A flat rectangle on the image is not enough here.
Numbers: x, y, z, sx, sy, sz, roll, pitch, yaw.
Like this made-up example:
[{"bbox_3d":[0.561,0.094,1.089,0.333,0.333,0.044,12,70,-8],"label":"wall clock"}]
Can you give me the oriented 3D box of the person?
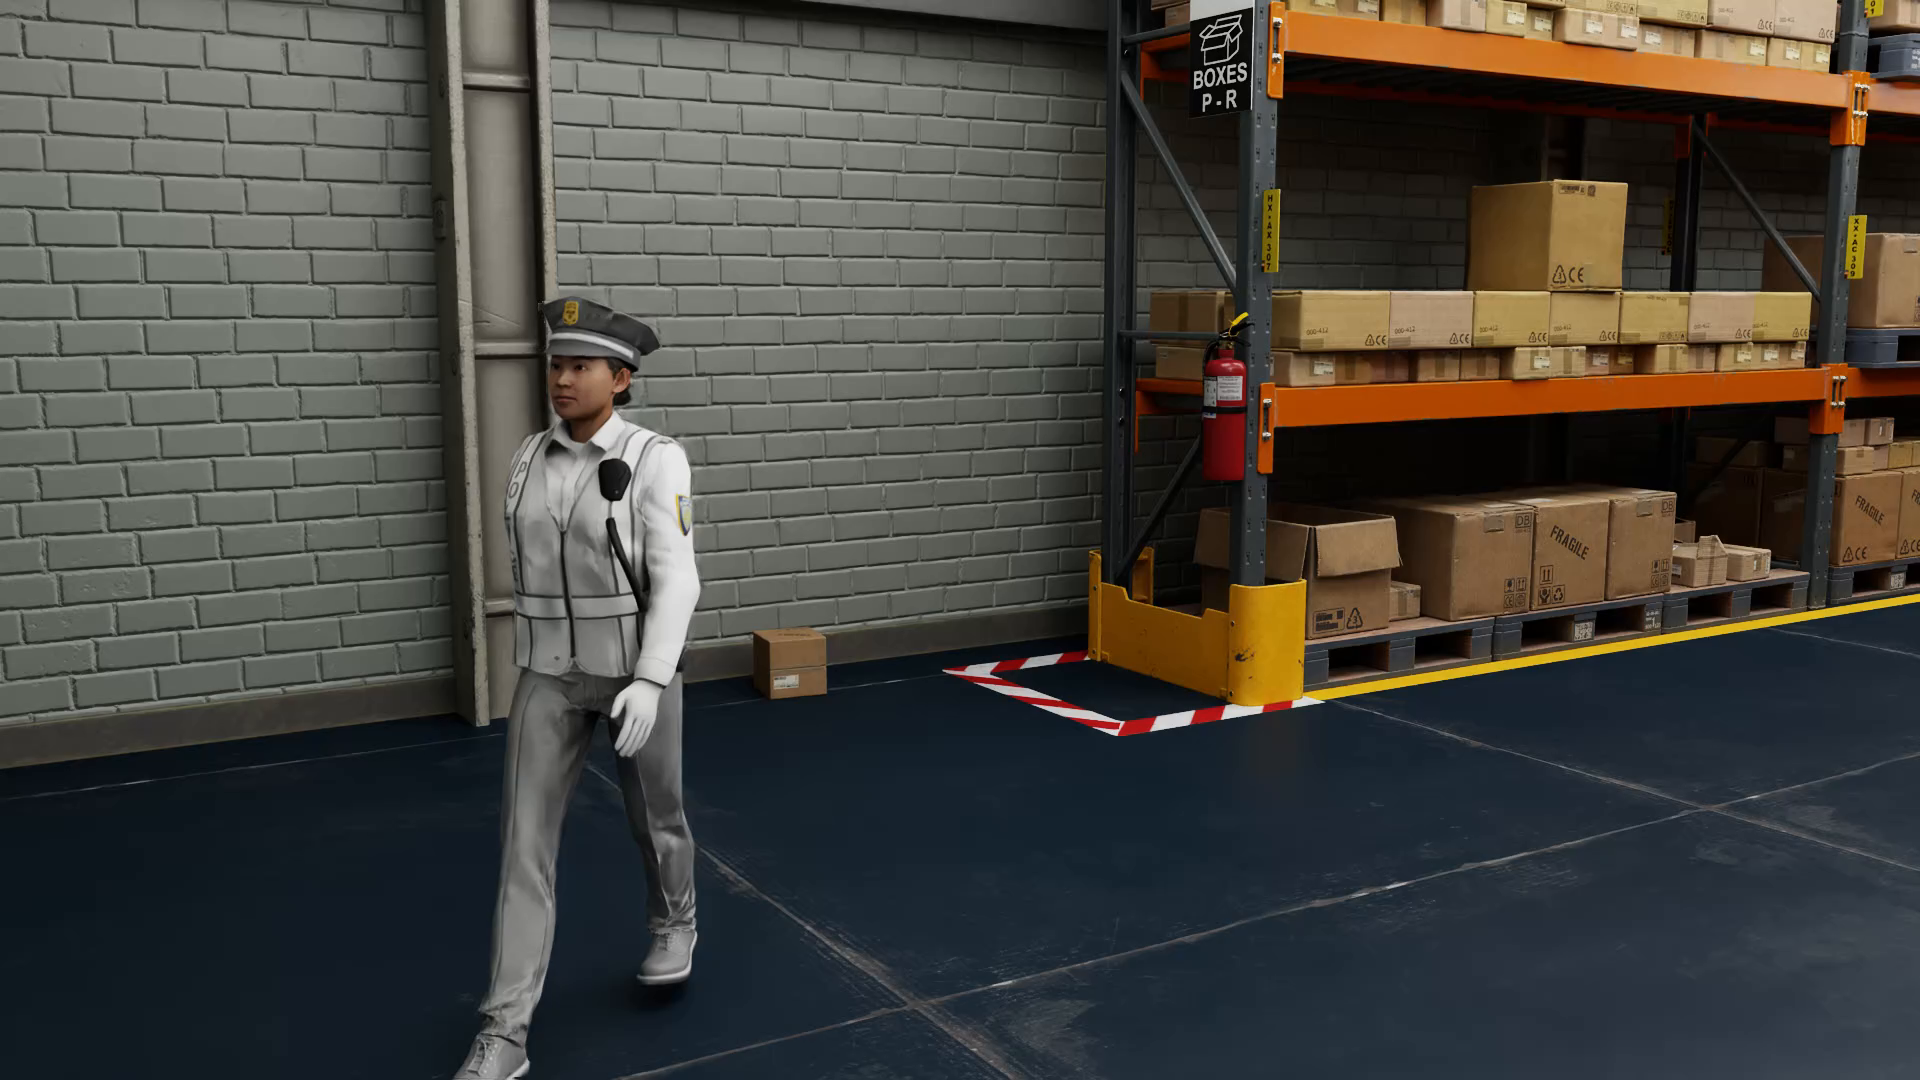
[{"bbox_3d":[-0.808,0.295,3.593,0.494,1.629,1.015,1,8,10],"label":"person"}]
